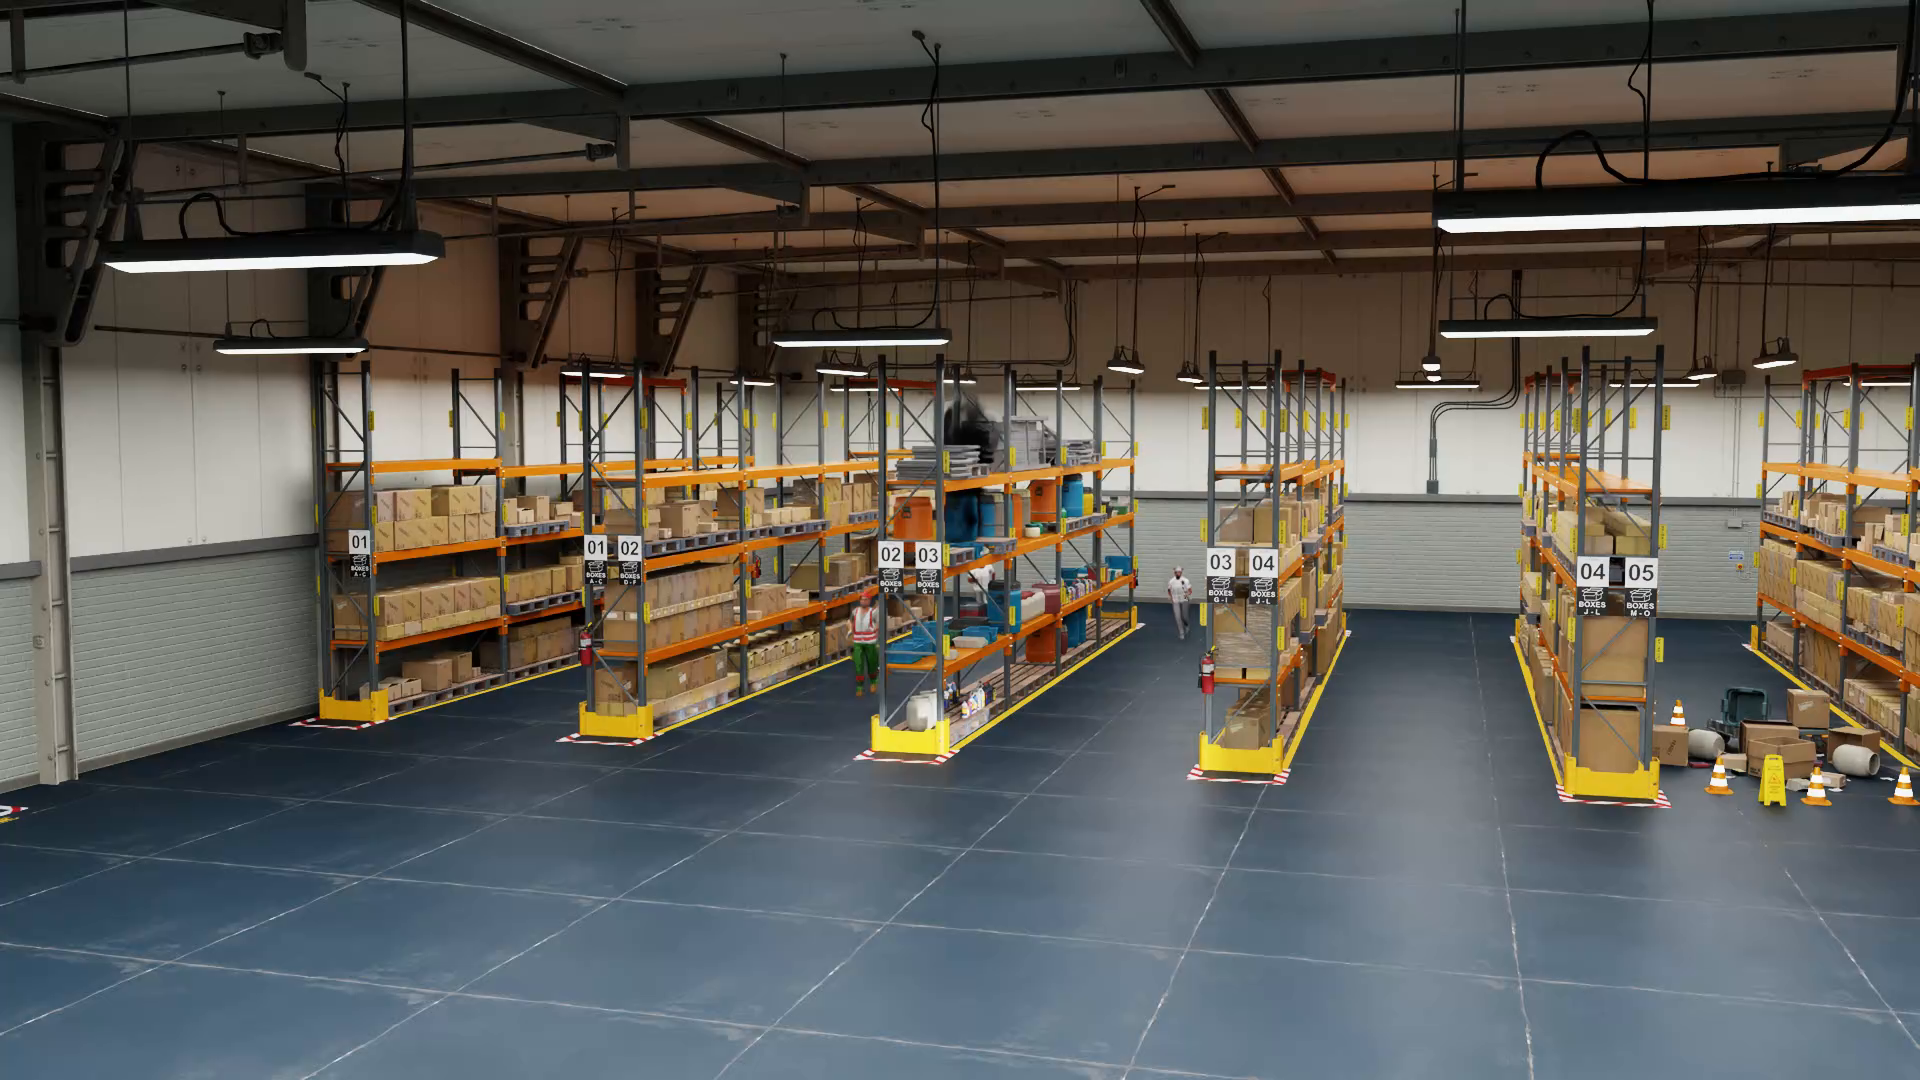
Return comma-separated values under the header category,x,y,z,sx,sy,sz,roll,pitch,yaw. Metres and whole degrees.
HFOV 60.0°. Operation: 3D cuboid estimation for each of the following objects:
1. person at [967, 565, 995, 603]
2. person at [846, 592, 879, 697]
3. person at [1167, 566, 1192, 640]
category,x,y,z,sx,sy,sz,roll,pitch,yaw
person,0.518,1.232,40.533,0.668,1.792,0.946,0,4,2
person,-1.634,1.785,28.479,0.667,1.797,0.884,1,4,10
person,5.076,1.431,38.470,0.588,1.683,0.717,1,4,11
